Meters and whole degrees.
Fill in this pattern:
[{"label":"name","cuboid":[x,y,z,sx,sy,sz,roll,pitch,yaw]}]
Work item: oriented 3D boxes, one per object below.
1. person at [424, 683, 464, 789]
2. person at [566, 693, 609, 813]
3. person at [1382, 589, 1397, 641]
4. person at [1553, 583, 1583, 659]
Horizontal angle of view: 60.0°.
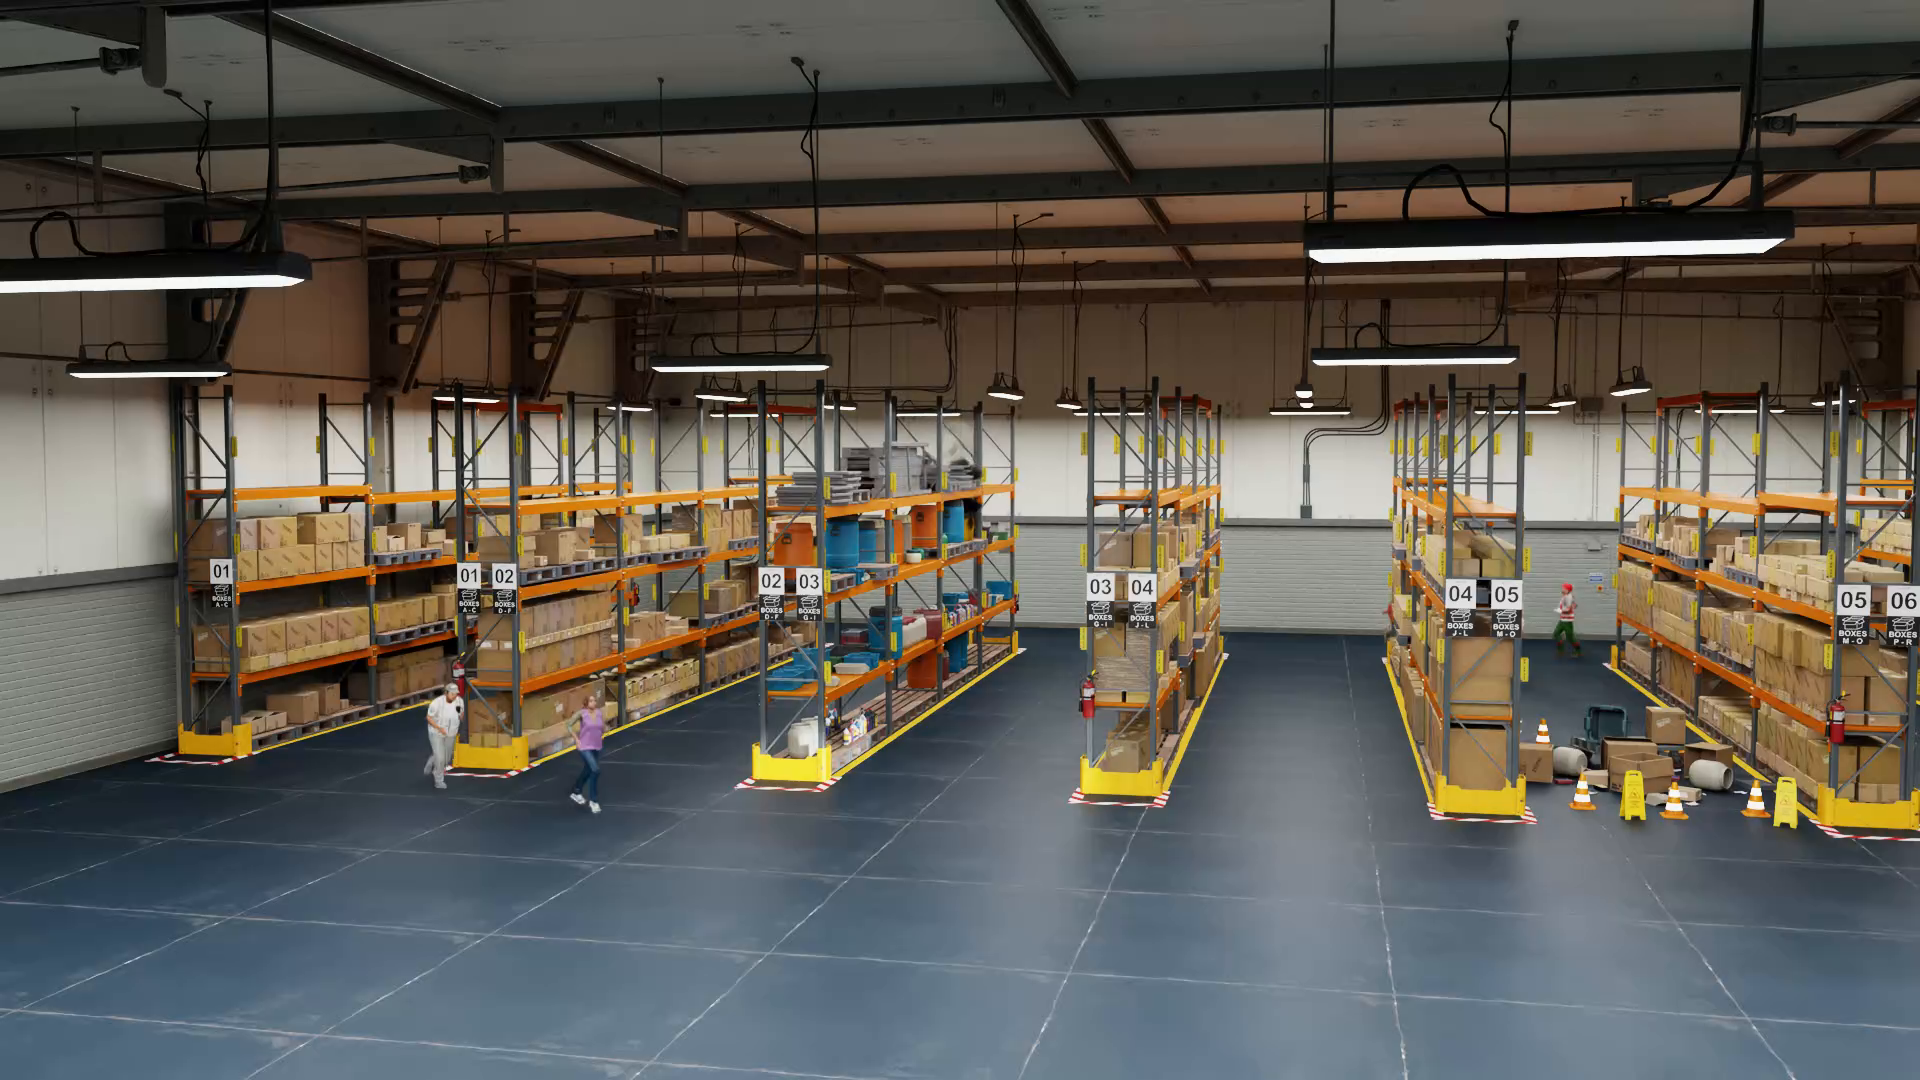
[{"label":"person","cuboid":[-7.603,2.868,24.547,0.600,1.566,0.842,-3,4,-42]},{"label":"person","cuboid":[-5.119,2.925,22.980,0.722,1.650,0.510,2,4,37]},{"label":"person","cuboid":[10.362,1.960,39.702,0.581,1.642,0.696,1,3,14]},{"label":"person","cuboid":[14.285,1.936,39.003,0.676,1.845,0.683,1,3,15]}]
